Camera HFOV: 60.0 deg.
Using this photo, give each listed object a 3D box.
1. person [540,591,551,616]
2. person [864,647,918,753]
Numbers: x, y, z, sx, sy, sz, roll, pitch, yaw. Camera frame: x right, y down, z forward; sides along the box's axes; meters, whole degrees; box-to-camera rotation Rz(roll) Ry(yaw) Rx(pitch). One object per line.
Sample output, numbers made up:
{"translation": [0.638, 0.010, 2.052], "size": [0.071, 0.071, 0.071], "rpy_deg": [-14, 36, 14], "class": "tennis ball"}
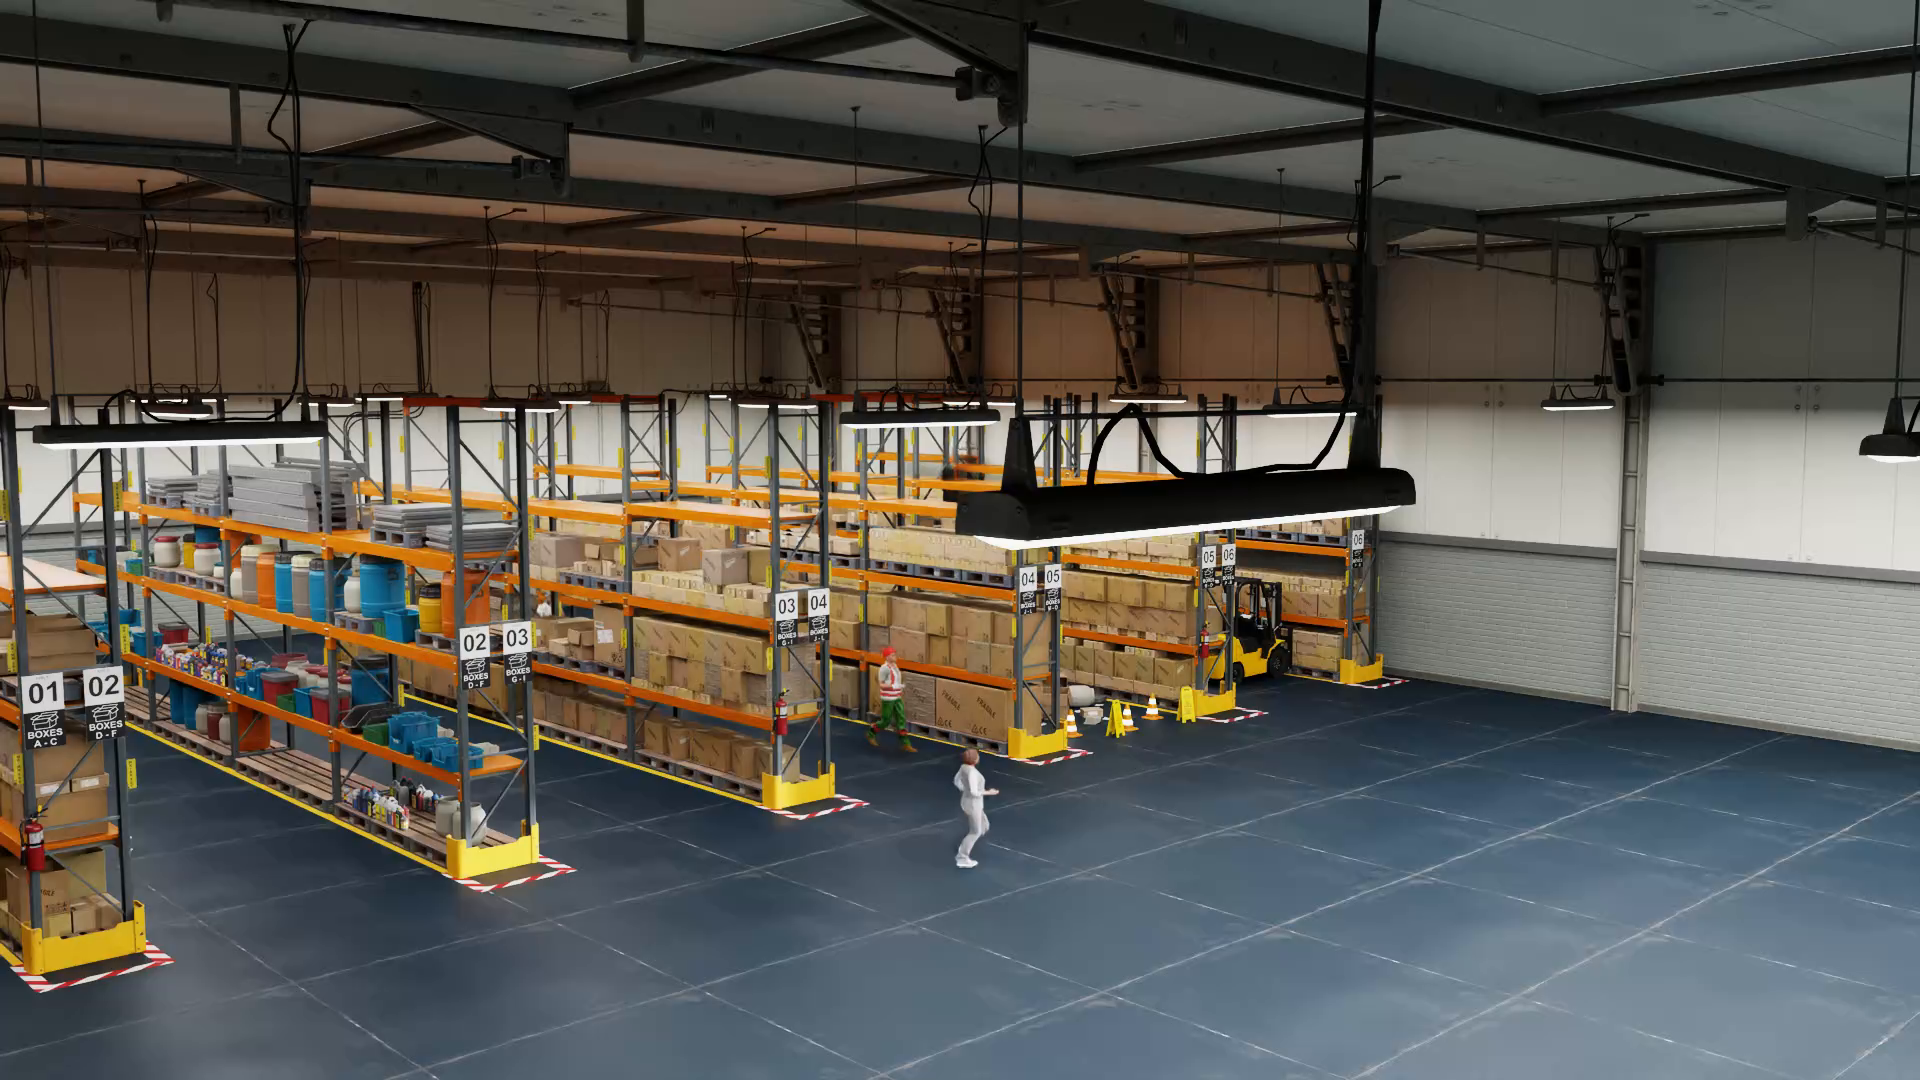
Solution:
{"translation": [-8.980, 1.954, 36.437], "size": [0.438, 1.748, 0.565], "rpy_deg": [-4, 7, -34], "class": "person"}
{"translation": [-1.151, 2.689, 28.195], "size": [0.988, 1.783, 0.517], "rpy_deg": [3, 6, 29], "class": "person"}
